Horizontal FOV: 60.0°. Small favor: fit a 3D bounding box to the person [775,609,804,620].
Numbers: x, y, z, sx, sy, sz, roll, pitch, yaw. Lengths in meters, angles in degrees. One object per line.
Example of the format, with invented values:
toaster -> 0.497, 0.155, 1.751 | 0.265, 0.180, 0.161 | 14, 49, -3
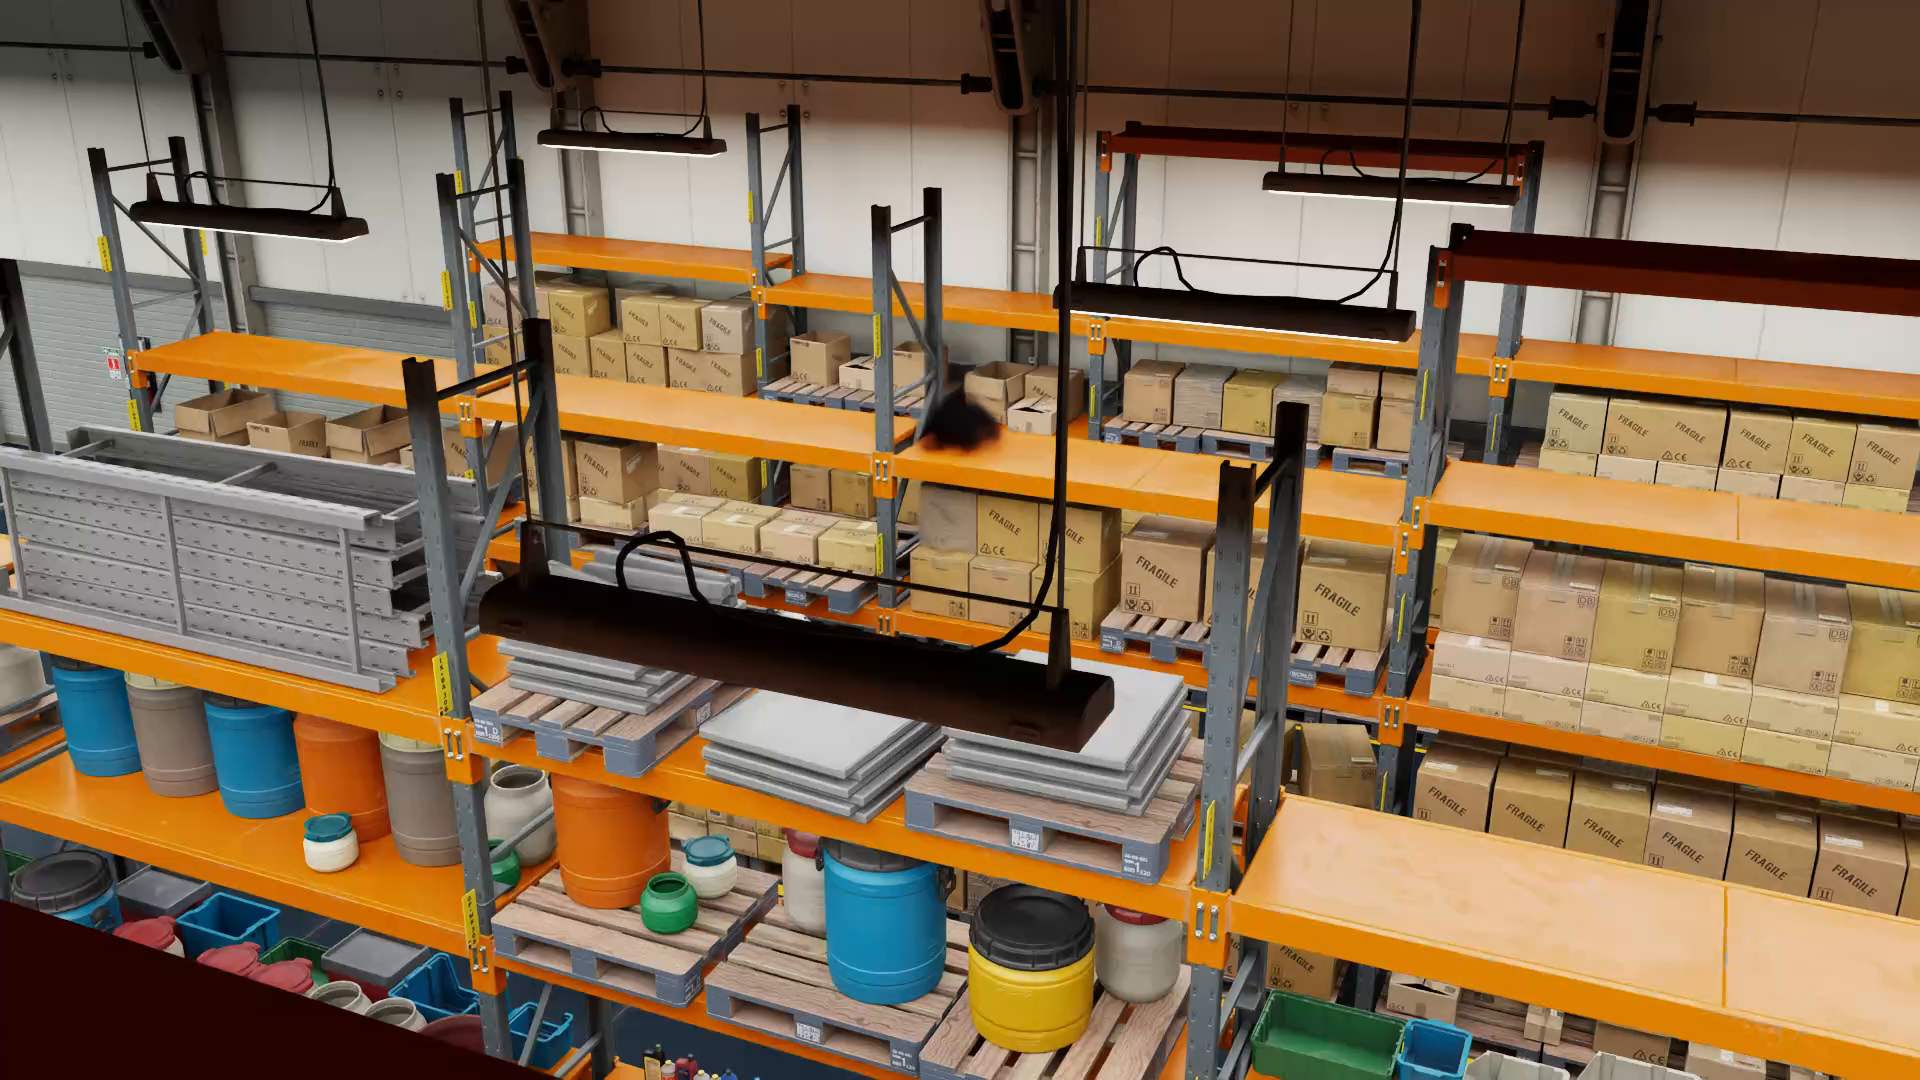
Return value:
person -> -1.663, 1.189, 17.197 | 0.941, 1.664, 0.600 | 3, 21, 7
